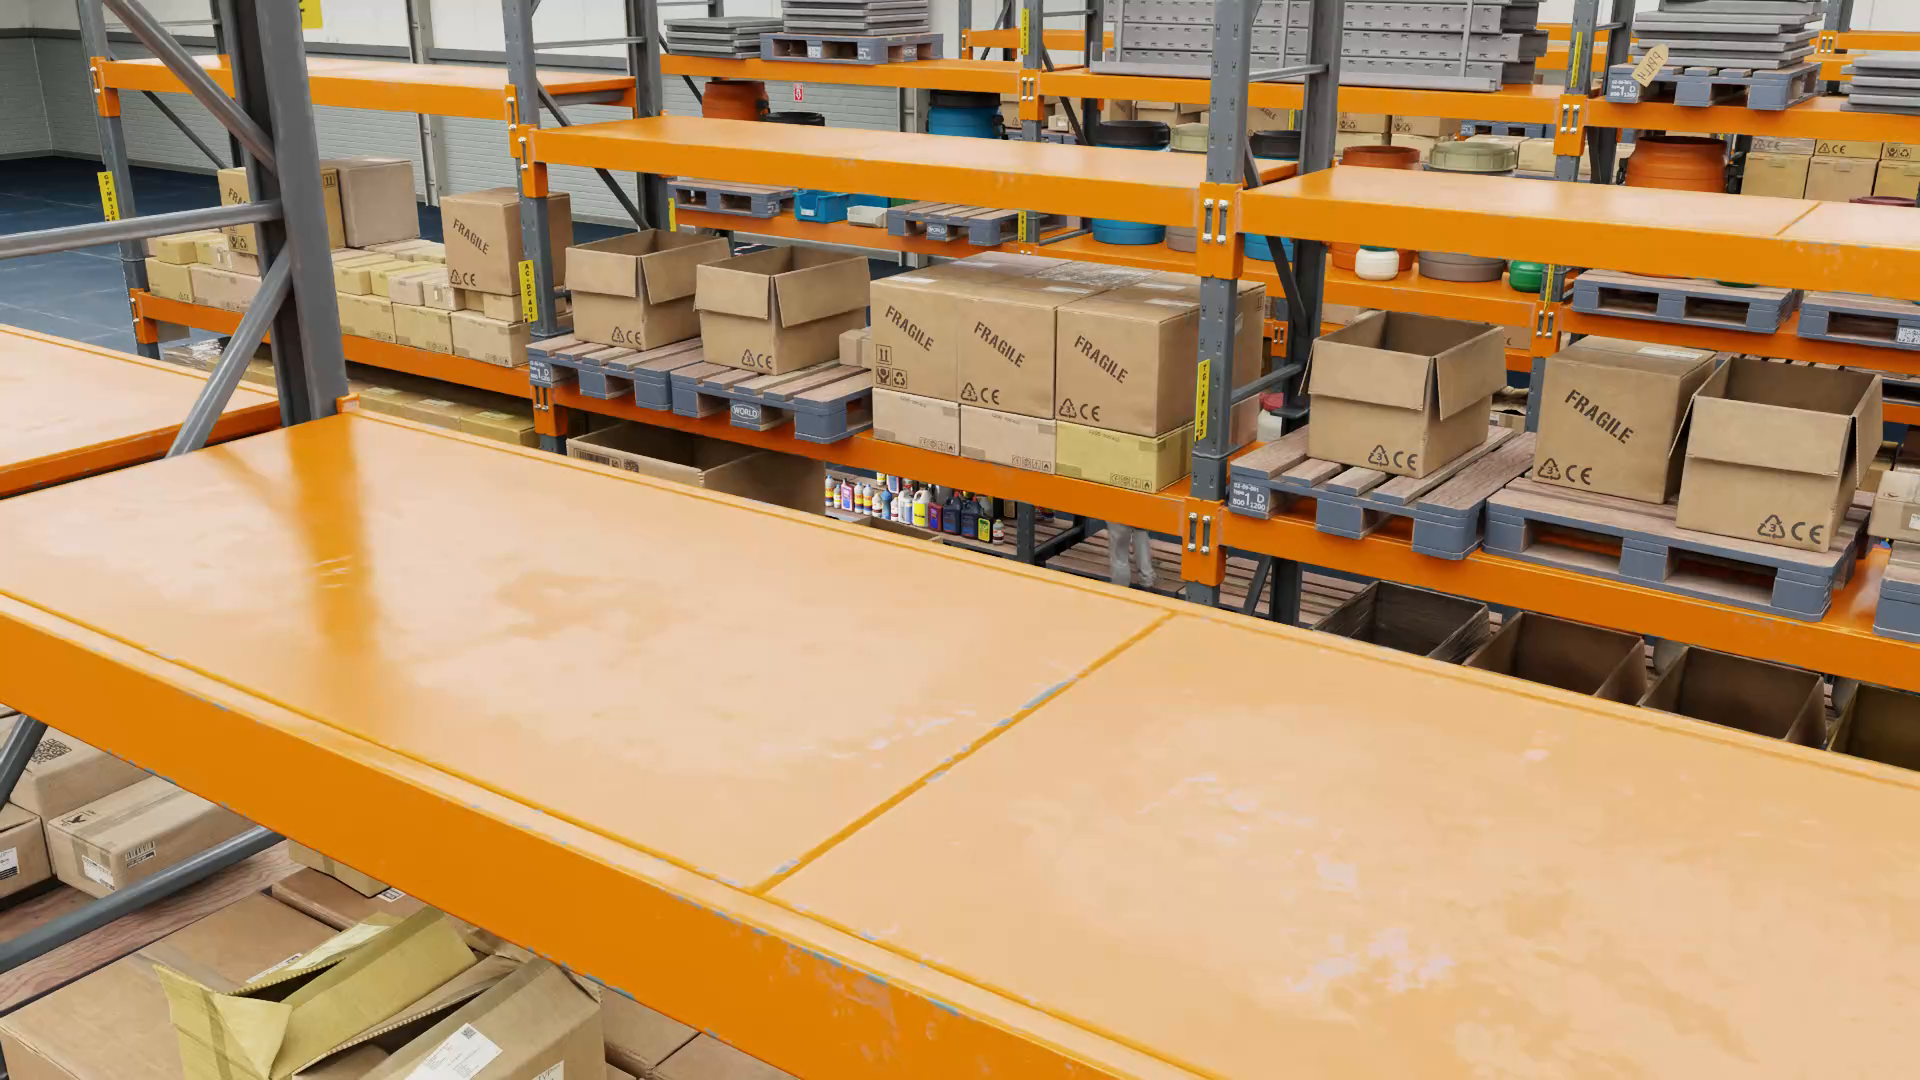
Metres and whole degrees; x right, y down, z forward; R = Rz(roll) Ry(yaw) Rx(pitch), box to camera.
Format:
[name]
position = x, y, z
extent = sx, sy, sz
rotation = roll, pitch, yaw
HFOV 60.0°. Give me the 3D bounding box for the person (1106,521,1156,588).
[person]
position = 1.317, -0.282, 12.992
extent = 0.584, 1.772, 0.581
rotation = -5, 20, -14
